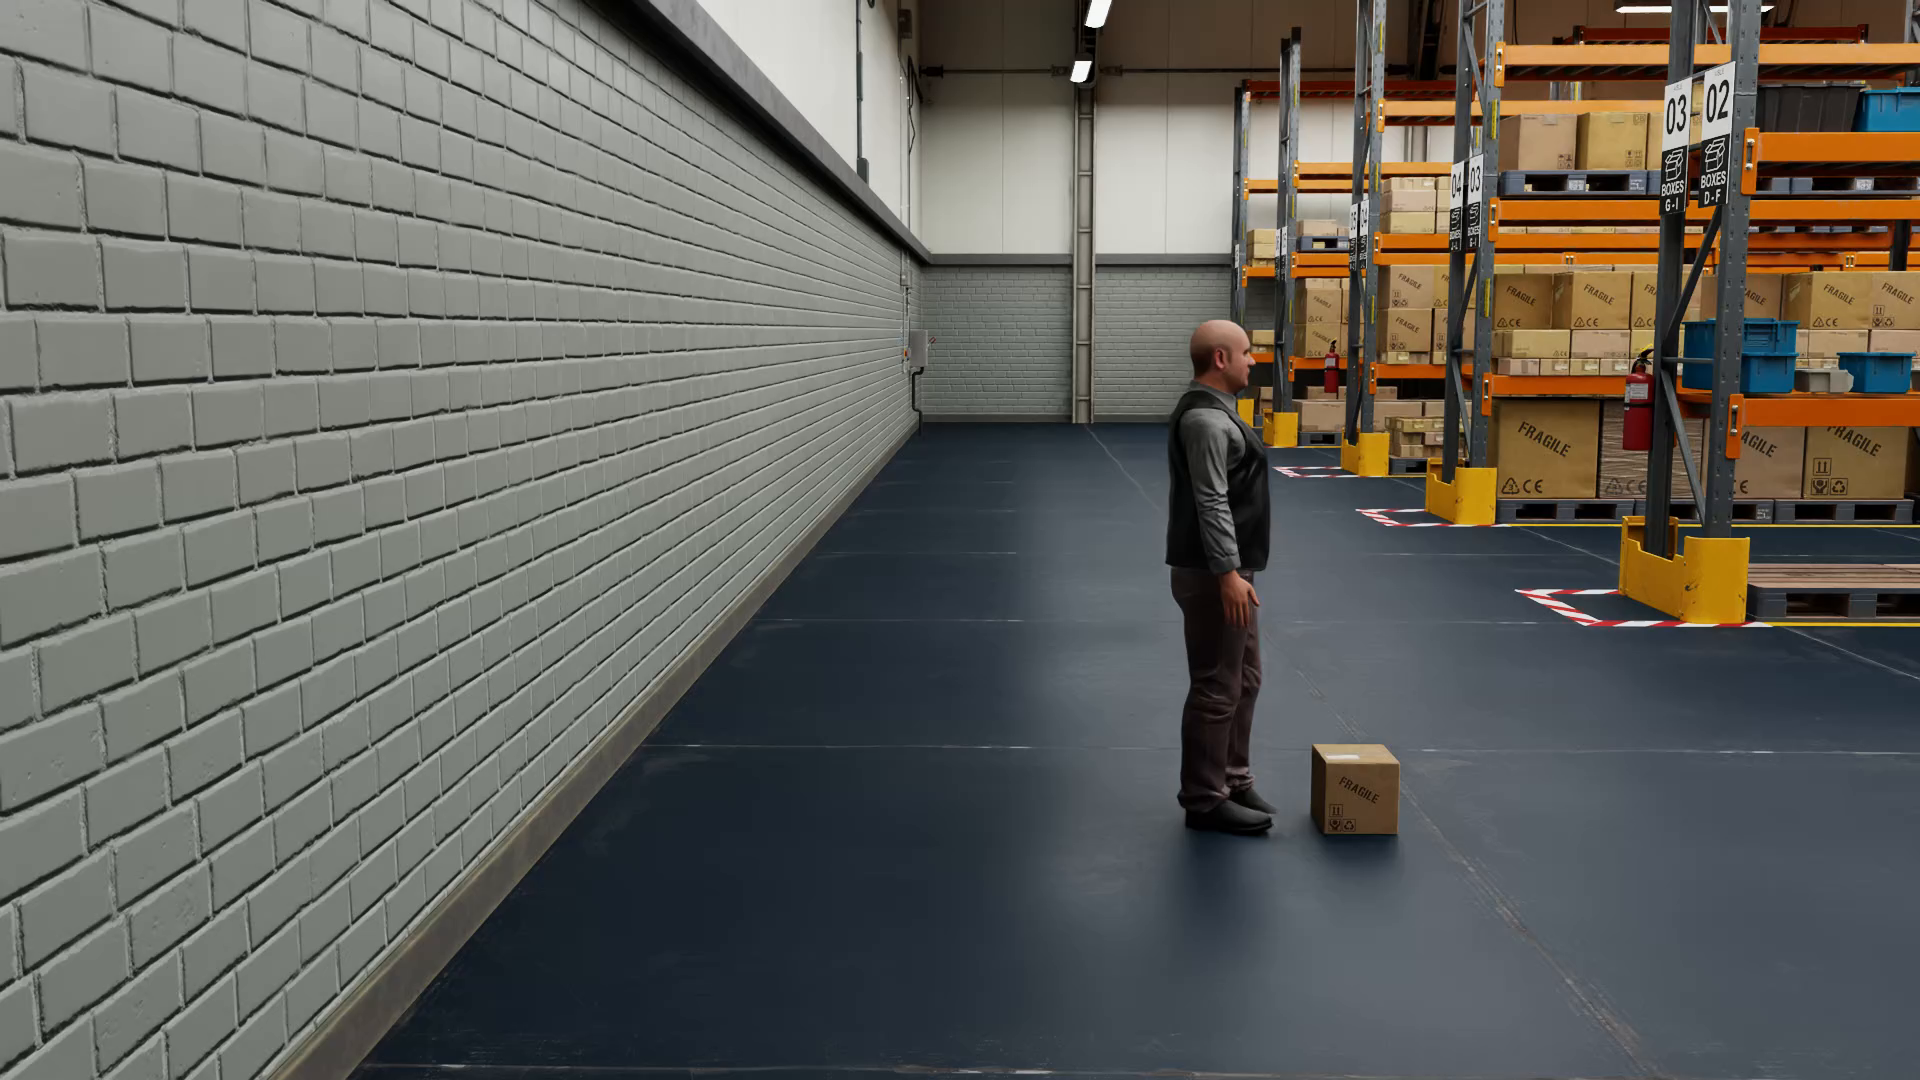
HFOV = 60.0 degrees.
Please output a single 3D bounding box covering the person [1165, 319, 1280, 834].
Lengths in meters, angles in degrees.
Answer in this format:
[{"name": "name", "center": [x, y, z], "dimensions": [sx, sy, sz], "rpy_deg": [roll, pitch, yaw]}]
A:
[{"name": "person", "center": [0.912, 0.150, 5.630], "dimensions": [0.440, 1.780, 0.589], "rpy_deg": [1, 7, 9]}]
